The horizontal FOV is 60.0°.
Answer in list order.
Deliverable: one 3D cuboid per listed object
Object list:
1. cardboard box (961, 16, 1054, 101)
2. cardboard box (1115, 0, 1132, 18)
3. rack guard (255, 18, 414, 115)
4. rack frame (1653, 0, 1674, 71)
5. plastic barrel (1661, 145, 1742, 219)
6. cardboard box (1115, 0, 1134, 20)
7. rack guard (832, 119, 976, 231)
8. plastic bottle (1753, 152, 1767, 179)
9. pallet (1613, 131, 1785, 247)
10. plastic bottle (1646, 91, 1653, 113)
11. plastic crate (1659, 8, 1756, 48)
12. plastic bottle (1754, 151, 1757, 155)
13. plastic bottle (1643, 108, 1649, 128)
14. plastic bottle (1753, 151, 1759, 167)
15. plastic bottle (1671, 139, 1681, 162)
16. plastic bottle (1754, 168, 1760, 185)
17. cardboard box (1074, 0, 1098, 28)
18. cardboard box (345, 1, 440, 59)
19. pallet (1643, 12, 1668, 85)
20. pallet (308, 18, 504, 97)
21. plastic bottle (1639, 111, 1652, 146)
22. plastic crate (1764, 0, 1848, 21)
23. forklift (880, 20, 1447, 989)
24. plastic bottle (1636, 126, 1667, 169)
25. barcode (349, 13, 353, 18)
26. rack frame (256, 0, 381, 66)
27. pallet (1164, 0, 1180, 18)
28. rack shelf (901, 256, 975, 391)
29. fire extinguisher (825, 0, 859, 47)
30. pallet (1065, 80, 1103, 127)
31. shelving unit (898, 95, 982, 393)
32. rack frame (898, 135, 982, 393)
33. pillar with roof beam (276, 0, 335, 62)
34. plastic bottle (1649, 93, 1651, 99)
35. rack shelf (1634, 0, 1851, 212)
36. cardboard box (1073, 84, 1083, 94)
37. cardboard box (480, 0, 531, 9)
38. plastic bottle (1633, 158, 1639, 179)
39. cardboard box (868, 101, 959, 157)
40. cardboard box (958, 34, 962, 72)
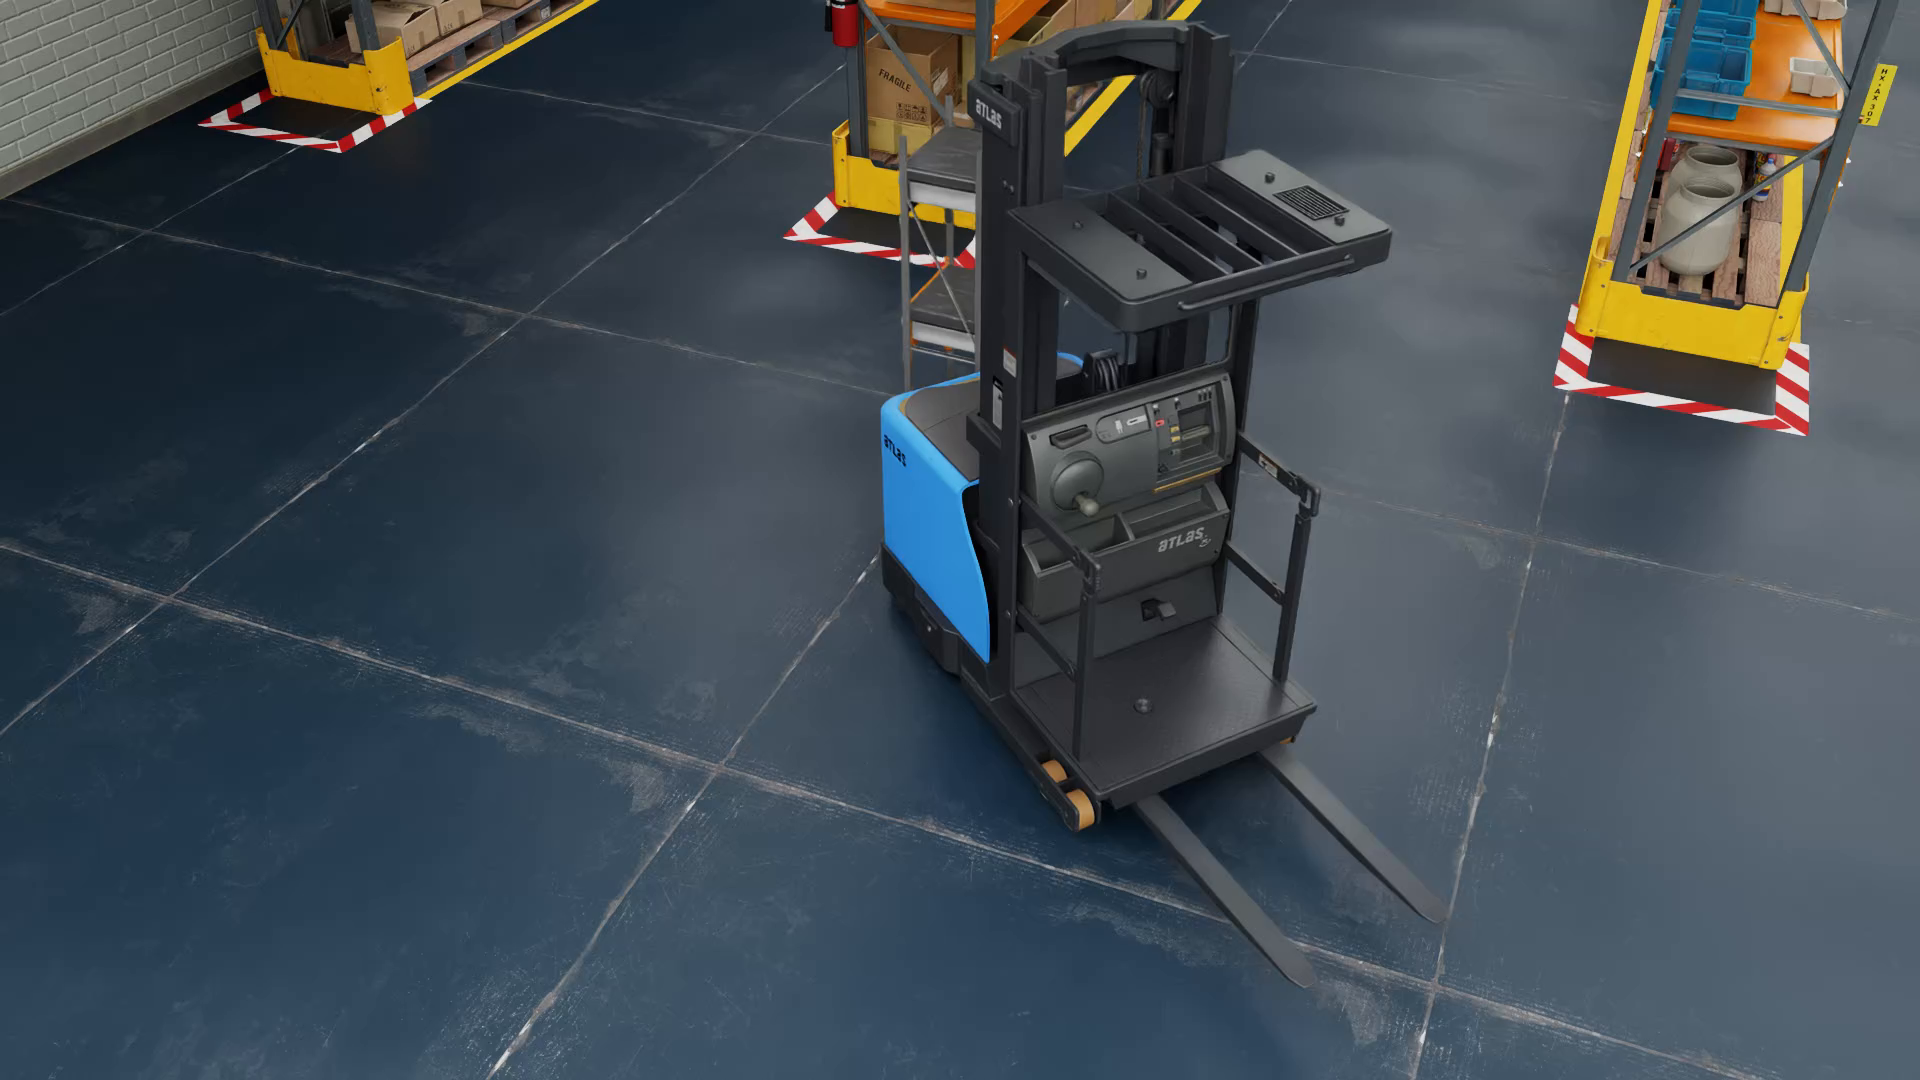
[{"bbox_3d":[0.334,-3.378,11.685,0.500,0.500,0.500,14,39,18],"label":"cardboard box"},{"bbox_3d":[1.082,-4.488,13.170,0.500,0.500,0.500,14,39,18],"label":"cardboard box"},{"bbox_3d":[-4.818,-3.654,12.823,1.175,0.500,0.348,14,39,18],"label":"rack guard"},{"bbox_3d":[5.837,-4.571,11.962,1.000,3.000,0.127,14,39,18],"label":"rack frame"},{"bbox_3d":[4.685,-2.188,10.500,0.421,0.512,0.421,0,37,0],"label":"plastic barrel"},{"bbox_3d":[1.084,-4.188,13.394,0.500,0.250,0.500,14,39,18],"label":"cardboard box"},{"bbox_3d":[-0.274,-2.473,11.242,1.175,0.500,0.348,14,39,18],"label":"rack guard"},{"bbox_3d":[5.423,-2.563,11.186,0.097,0.271,0.097,0,37,0],"label":"plastic bottle"},{"bbox_3d":[5.080,-2.414,11.405,1.003,0.211,1.213,14,39,18],"label":"pallet"},{"bbox_3d":[5.074,-3.230,12.012,0.144,0.351,0.185,12,38,16],"label":"plastic bottle"},{"bbox_3d":[4.481,-3.001,9.985,0.499,0.251,0.408,14,39,18],"label":"plastic crate"},{"bbox_3d":[5.577,-2.759,11.507,0.097,0.201,0.097,0,37,0],"label":"plastic bottle"},{"bbox_3d":[4.945,-3.018,11.854,0.097,0.201,0.097,0,37,0],"label":"plastic bottle"},{"bbox_3d":[5.499,-2.645,11.355,0.097,0.201,0.097,0,37,0],"label":"plastic bottle"},{"bbox_3d":[4.905,-2.721,11.456,0.097,0.201,0.097,0,37,0],"label":"plastic bottle"},{"bbox_3d":[5.332,-2.402,11.030,0.097,0.201,0.097,0,37,0],"label":"plastic bottle"},{"bbox_3d":[0.718,-3.931,12.424,0.500,0.500,0.500,14,39,18],"label":"cardboard box"},{"bbox_3d":[-4.501,-4.075,13.177,0.500,0.311,0.500,10,38,13],"label":"cardboard box"},{"bbox_3d":[6.100,-3.898,13.390,1.003,0.211,1.213,14,39,18],"label":"pallet"},{"bbox_3d":[-4.476,-3.980,13.501,1.003,0.211,1.213,14,39,18],"label":"pallet"},{"bbox_3d":[4.842,-2.891,11.559,0.144,0.351,0.185,15,39,20],"label":"plastic bottle"},{"bbox_3d":[5.453,-3.509,10.761,0.530,0.136,0.437,14,39,18],"label":"plastic crate"},{"bbox_3d":[0.778,-0.305,6.311,1.130,2.935,3.031,-18,40,-23],"label":"forklift"},{"bbox_3d":[4.729,-2.692,11.355,0.152,0.276,0.135,14,39,18],"label":"plastic bottle"},{"bbox_3d":[-4.864,-4.180,13.309,0.001,0.075,0.075,14,39,18],"label":"barcode"},{"bbox_3d":[-4.847,-4.614,12.018,1.000,3.000,0.127,14,39,18],"label":"rack frame"},{"bbox_3d":[1.502,-5.002,14.867,1.003,0.211,1.213,14,39,18],"label":"pallet"},{"bbox_3d":[0.019,-0.982,7.934,0.431,0.518,0.480,15,39,19],"label":"rack shelf"},{"bbox_3d":[-0.739,-3.497,10.589,0.296,0.674,0.183,14,39,18],"label":"fire extinguisher"},{"bbox_3d":[0.453,-3.476,12.826,1.003,0.211,1.213,14,39,18],"label":"pallet"},{"bbox_3d":[0.019,-0.993,7.926,0.431,2.100,0.503,15,39,19],"label":"shelving unit"},{"bbox_3d":[-0.080,-0.860,7.748,0.400,2.100,0.015,15,39,19],"label":"rack frame"},{"bbox_3d":[-1.399,-6.620,9.693,9.100,9.000,0.400,14,39,18],"label":"pillar with roof beam"},{"bbox_3d":[5.212,-3.395,12.296,0.152,0.276,0.135,15,39,19],"label":"plastic bottle"},{"bbox_3d":[5.076,-3.176,10.696,1.077,0.370,4.000,14,39,18],"label":"rack shelf"},{"bbox_3d":[0.718,-3.630,12.649,0.500,0.250,0.500,14,39,18],"label":"cardboard box"},{"bbox_3d":[-3.958,-4.862,14.071,0.700,0.500,0.500,11,38,15],"label":"cardboard box"},{"bbox_3d":[4.608,-2.529,11.199,0.097,0.201,0.097,0,37,0],"label":"plastic bottle"},{"bbox_3d":[-0.334,-2.918,11.696,0.500,0.250,0.500,14,39,18],"label":"cardboard box"},{"bbox_3d":[0.031,-3.776,12.218,0.500,0.500,0.500,14,39,18],"label":"cardboard box"}]
